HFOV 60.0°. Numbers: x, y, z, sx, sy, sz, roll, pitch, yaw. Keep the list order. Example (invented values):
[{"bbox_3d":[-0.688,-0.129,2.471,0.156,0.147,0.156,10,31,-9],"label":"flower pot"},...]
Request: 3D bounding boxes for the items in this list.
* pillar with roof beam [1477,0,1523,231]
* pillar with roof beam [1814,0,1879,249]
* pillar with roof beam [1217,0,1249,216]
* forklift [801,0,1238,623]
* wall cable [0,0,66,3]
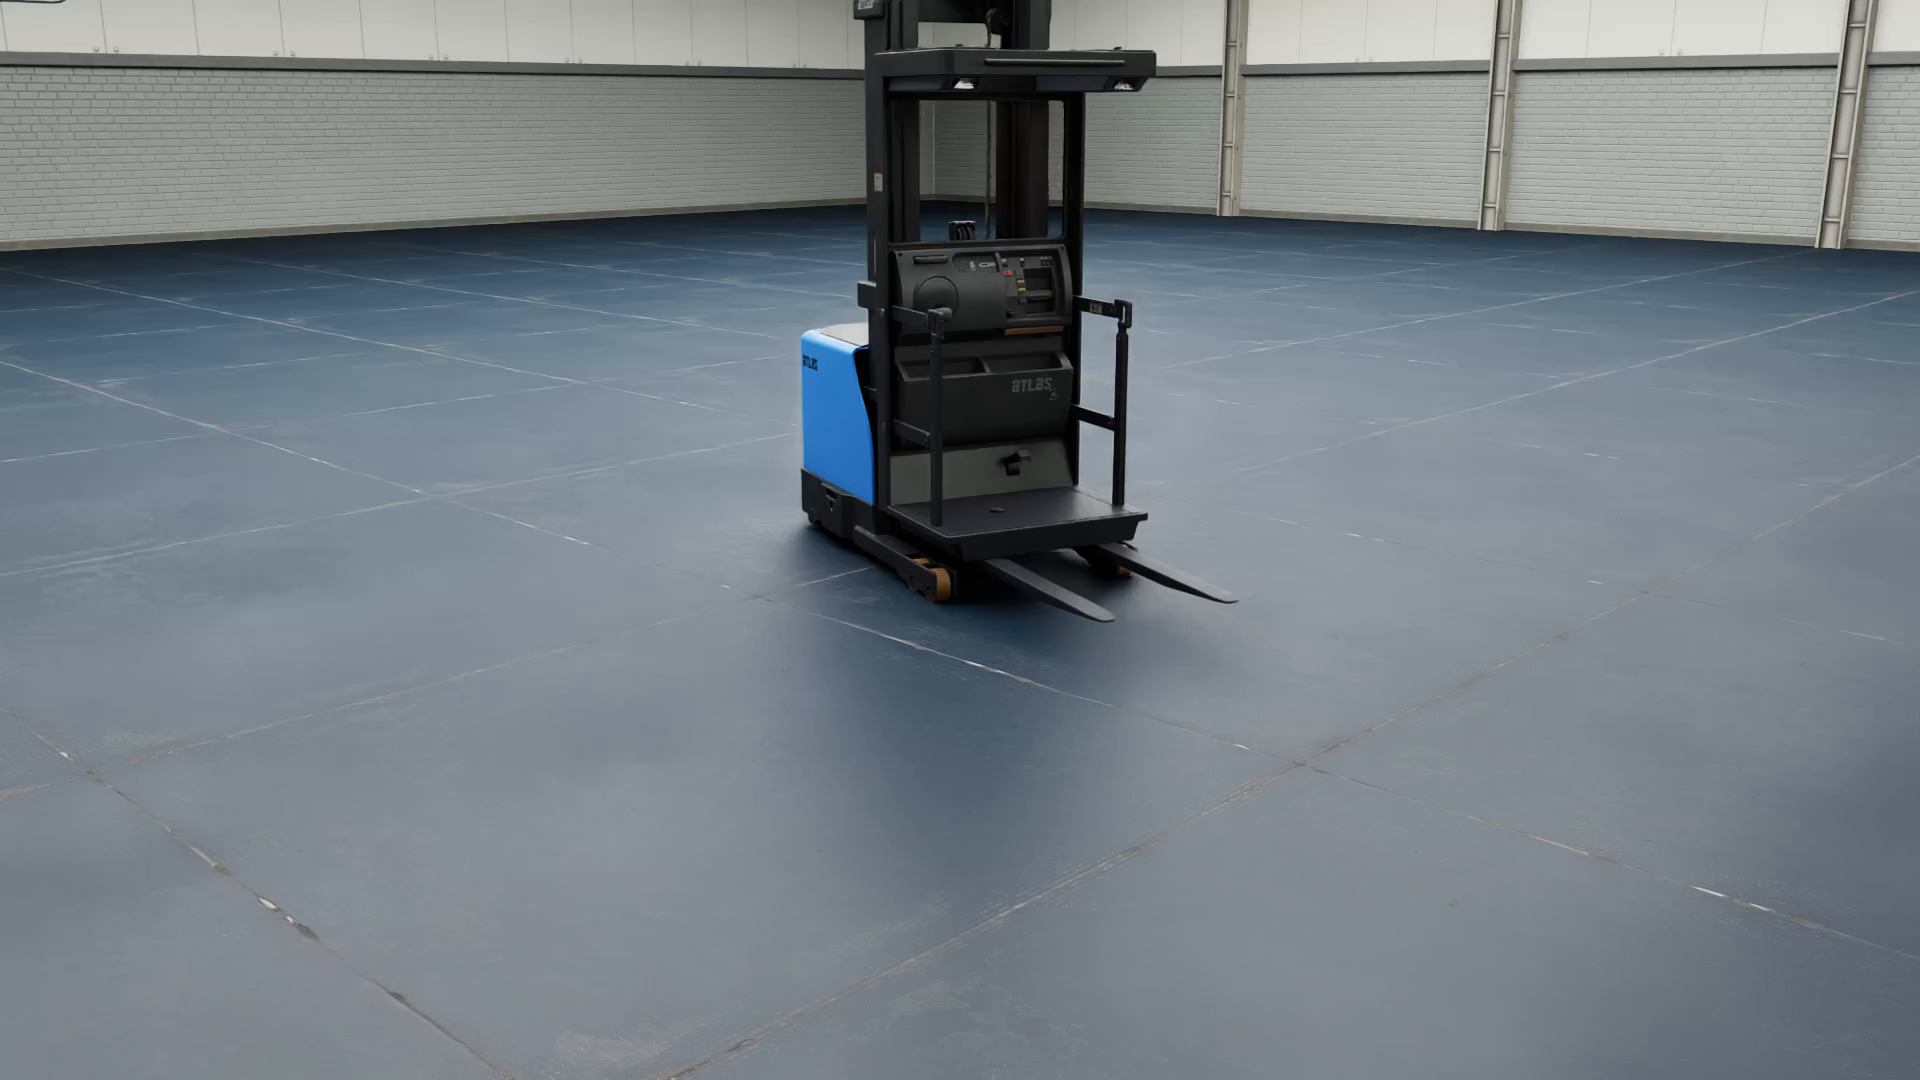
[{"bbox_3d":[7.061,-9.449,27.350,0.400,9.000,9.100,14,20,42],"label":"pillar with roof beam"},{"bbox_3d":[11.381,-8.399,23.320,0.400,9.000,9.100,14,20,42],"label":"pillar with roof beam"},{"bbox_3d":[2.742,-10.499,31.381,0.400,9.000,9.100,14,20,42],"label":"pillar with roof beam"},{"bbox_3d":[0.217,-1.251,7.919,1.130,2.935,3.031,-7,16,-25],"label":"forklift"},{"bbox_3d":[-15.055,-10.735,25.540,0.169,6.003,2.305,14,20,42],"label":"wall cable"}]
